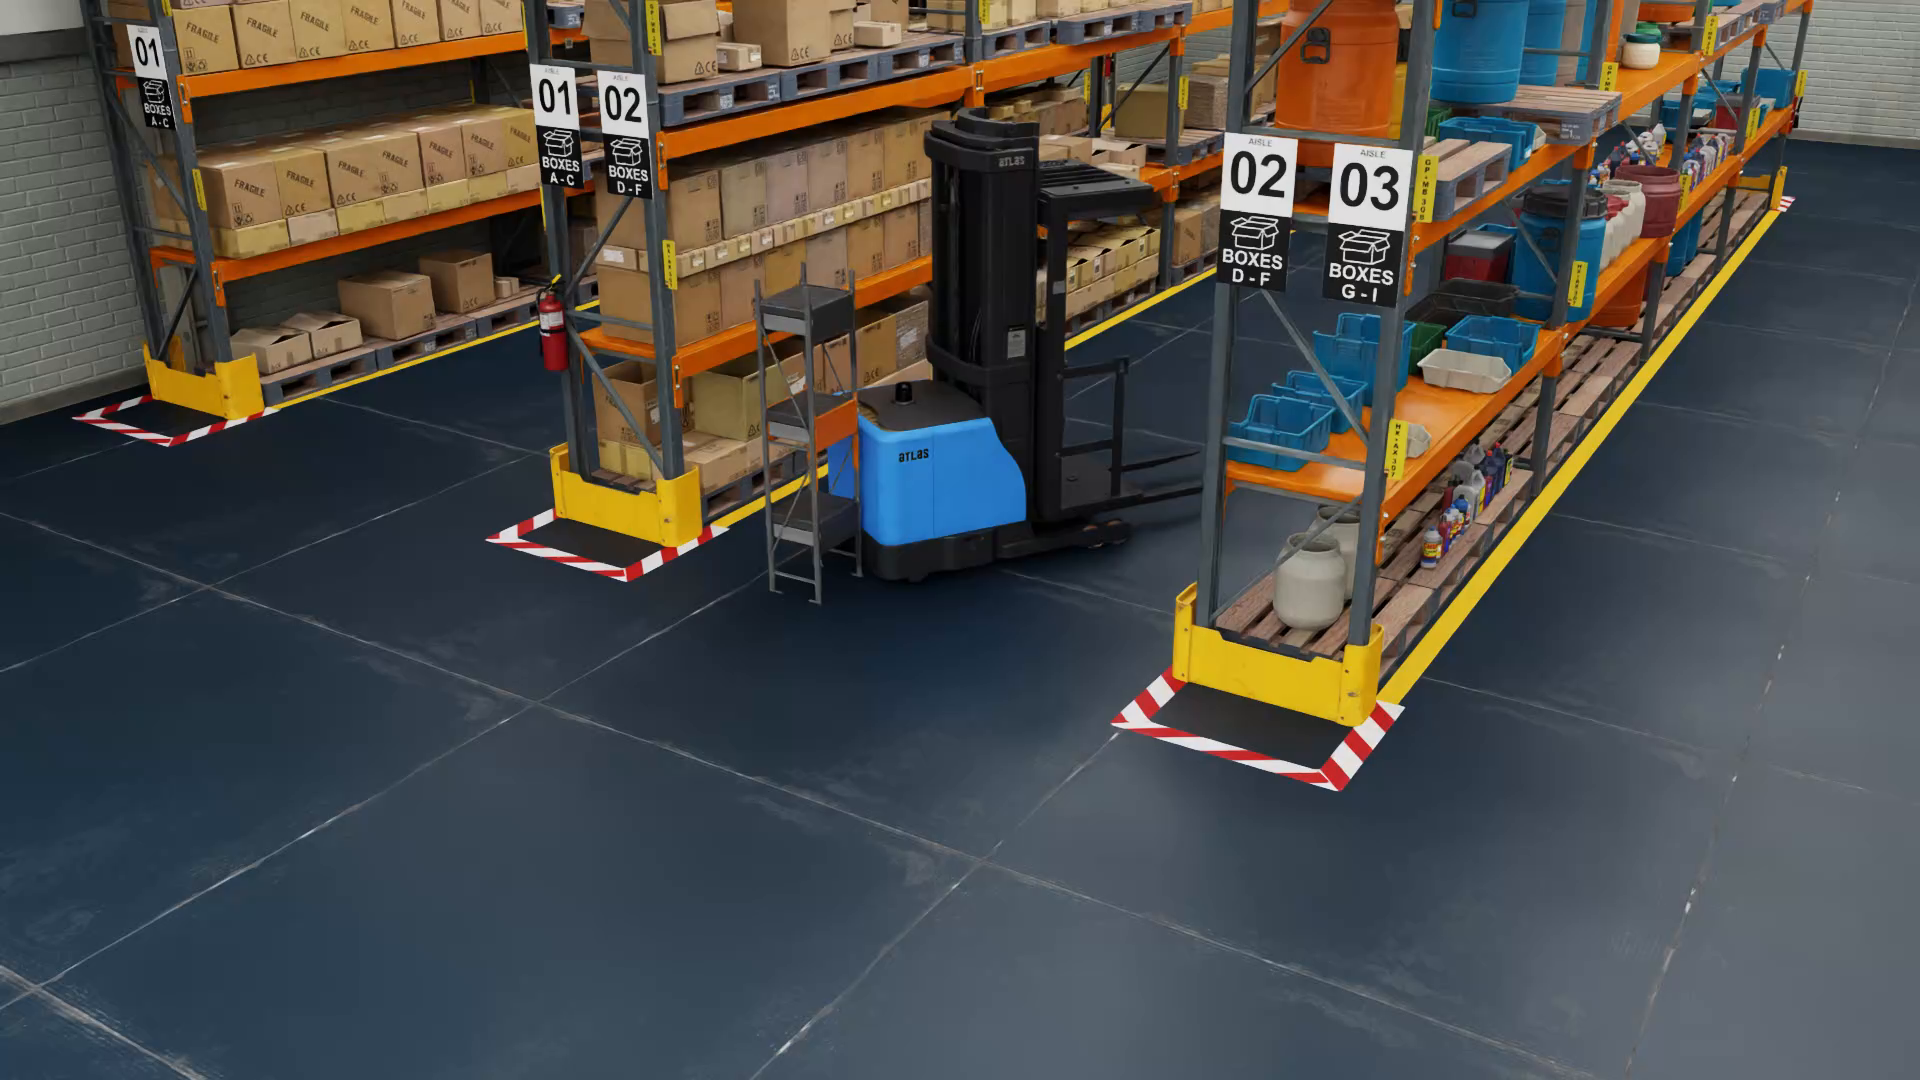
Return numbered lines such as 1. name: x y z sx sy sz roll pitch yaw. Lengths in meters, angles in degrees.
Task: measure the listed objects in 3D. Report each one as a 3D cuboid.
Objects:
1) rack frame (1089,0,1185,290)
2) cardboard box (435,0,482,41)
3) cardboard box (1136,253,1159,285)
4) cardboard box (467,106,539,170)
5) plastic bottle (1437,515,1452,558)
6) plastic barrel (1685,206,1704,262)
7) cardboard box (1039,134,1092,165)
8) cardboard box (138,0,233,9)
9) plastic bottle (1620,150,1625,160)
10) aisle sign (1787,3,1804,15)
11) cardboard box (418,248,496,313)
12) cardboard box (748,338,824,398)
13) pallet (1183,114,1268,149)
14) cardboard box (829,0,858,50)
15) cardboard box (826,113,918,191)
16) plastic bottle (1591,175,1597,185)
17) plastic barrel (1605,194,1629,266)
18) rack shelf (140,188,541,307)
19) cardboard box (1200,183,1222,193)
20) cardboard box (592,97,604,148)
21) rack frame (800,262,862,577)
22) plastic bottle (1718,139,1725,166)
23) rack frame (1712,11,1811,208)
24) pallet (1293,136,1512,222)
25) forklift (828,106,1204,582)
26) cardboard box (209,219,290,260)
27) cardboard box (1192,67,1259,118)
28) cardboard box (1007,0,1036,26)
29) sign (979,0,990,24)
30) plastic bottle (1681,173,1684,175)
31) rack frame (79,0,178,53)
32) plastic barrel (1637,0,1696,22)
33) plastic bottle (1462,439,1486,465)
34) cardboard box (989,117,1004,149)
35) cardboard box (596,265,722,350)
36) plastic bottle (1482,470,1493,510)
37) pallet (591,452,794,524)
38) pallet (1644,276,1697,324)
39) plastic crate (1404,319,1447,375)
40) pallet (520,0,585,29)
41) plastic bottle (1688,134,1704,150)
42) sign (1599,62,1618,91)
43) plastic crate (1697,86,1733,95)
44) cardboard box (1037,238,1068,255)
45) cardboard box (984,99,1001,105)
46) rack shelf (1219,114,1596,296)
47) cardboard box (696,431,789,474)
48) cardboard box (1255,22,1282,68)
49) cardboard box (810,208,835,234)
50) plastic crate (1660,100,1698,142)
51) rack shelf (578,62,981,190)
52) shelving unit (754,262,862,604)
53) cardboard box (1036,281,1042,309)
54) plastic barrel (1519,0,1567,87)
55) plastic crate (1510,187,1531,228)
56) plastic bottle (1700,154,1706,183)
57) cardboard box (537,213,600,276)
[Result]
1. rack frame: 1.836 -4.203 17.683 1.000 3.000 0.127 14 27 29
2. cardboard box: -4.818 -4.931 15.438 0.500 0.500 0.500 11 26 25
3. cardboard box: 1.766 -2.905 17.617 0.500 0.250 0.500 15 27 30
4. cardboard box: -4.471 -3.950 16.318 0.500 0.500 0.500 14 27 29
5. plastic bottle: 3.178 -0.038 10.927 0.061 0.283 0.133 14 27 30
6. plastic barrel: 7.851 -3.563 18.318 0.600 0.901 0.708 14 27 29
7. cardboard box: 0.965 -3.679 16.347 0.500 0.500 0.500 12 26 26
8. cardboard box: -6.185 -4.509 13.205 0.500 0.500 0.500 12 26 25
9. plastic bottle: 6.716 -3.816 16.937 0.061 0.283 0.133 14 27 29
10. aisle sign: 10.549 -7.020 20.917 0.394 0.787 0.004 14 27 29
11. cardboard box: -4.998 -2.586 16.540 0.500 0.500 0.500 12 26 25
12. cardboard box: -1.397 -1.253 12.857 0.500 0.500 0.500 14 27 29
13. pallet: 2.858 -4.772 19.239 1.003 0.211 1.213 14 27 29
14. cardboard box: -1.250 -4.004 12.614 0.797 0.503 0.637 17 29 35
15. cardboard box: -0.768 -3.172 13.543 0.700 0.500 0.500 14 27 29
16. plastic bottle: 6.143 -3.444 16.180 0.097 0.201 0.097 0 23 0
17. plastic barrel: 5.238 -2.546 13.686 0.433 0.535 0.433 0 23 0
18. rack shelf: -5.539 -2.884 15.543 1.077 0.370 4.000 14 27 29
19. cardboard box: 3.130 -3.875 19.517 0.500 0.500 0.500 13 27 27
20. cardboard box: -3.886 -4.489 17.664 0.700 0.500 0.500 17 29 34
21. rack frame: -0.835 -0.756 10.853 0.400 2.100 0.015 13 27 27
22. plastic bottle: 8.026 -4.133 17.677 0.152 0.276 0.135 14 27 29
23. rack frame: 10.262 -5.864 21.519 1.000 3.000 0.127 14 27 29
24. pallet: 2.342 -2.012 9.084 1.003 0.211 1.213 14 27 29
25. forklift: 0.623 -1.456 11.424 3.031 2.935 1.130 -11 26 -24
26. cardboard box: -6.067 -2.578 14.093 0.500 0.250 0.500 13 27 27
27. cardboard box: 3.066 -5.182 19.291 0.700 0.500 0.500 7 24 16
28. cardboard box: 0.347 -4.745 14.820 0.500 0.250 0.500 11 26 24
29. sign: 0.198 -4.387 13.582 0.100 0.325 0.005 14 27 29
30. plastic bottle: 6.899 -3.380 15.929 0.061 0.283 0.133 14 27 29
31. rack frame: -6.594 -5.293 12.649 1.000 3.000 0.127 14 27 29
32. plastic barrel: 6.344 -5.121 14.958 0.600 0.830 0.708 14 27 29
33. plastic bottle: 3.715 -0.552 12.030 0.144 0.351 0.185 14 27 29
34. cardboard box: 0.217 -5.866 24.143 0.700 0.500 0.500 14 27 30
35. cardboard box: -2.127 -1.704 11.784 0.700 0.500 0.500 14 27 29
36. plastic bottle: 3.686 -0.363 11.677 0.061 0.283 0.133 16 28 32
37. pallet: -2.016 -0.490 12.616 1.003 0.211 1.213 14 27 29
38. pallet: 7.067 -2.569 17.418 1.003 0.211 1.213 14 27 29
39. plastic crate: 2.976 -1.317 11.284 0.450 0.188 0.662 14 27 29
40. pallet: -4.068 -5.366 16.830 1.213 0.211 1.003 14 27 29
41. plastic bottle: 7.725 -4.080 17.461 0.144 0.351 0.185 14 27 29
42. sign: 4.394 -3.075 11.291 0.100 0.325 0.005 14 27 29
43. plastic crate: 9.505 -5.578 20.994 0.416 0.233 0.300 14 27 29
44. cardboard box: 0.769 -2.925 16.958 0.500 0.311 0.500 13 27 28
45. cardboard box: 0.387 -6.424 24.615 0.380 0.149 0.250 13 27 27
46. rack shelf: 2.877 -2.185 10.151 1.077 0.370 4.000 14 27 29
47. cardboard box: -1.651 -0.738 12.610 0.500 0.250 0.500 14 27 29
48. cardboard box: 3.993 -6.283 21.102 0.500 0.500 0.500 14 27 29
49. cardboard box: -1.182 -2.452 12.697 0.380 0.149 0.250 14 27 29
50. plastic crate: 8.109 -4.763 18.921 0.392 0.384 0.575 14 27 29
51. rack shelf: -1.329 -3.224 12.552 1.077 0.370 4.000 14 27 29
52. shelving unit: -0.956 -0.672 10.659 0.431 2.100 0.503 13 27 27
53. cardboard box: 0.424 -2.296 15.505 0.500 0.311 0.500 14 27 28
54. plastic barrel: 4.016 -3.637 11.969 0.600 0.901 0.708 14 27 29
55. plastic crate: 4.930 -2.712 14.158 0.402 0.464 0.583 14 27 29
56. plastic bottle: 7.484 -3.754 16.794 0.061 0.283 0.133 14 27 29
57. cardboard box: -4.110 -3.196 17.950 0.700 0.500 0.500 15 28 31
